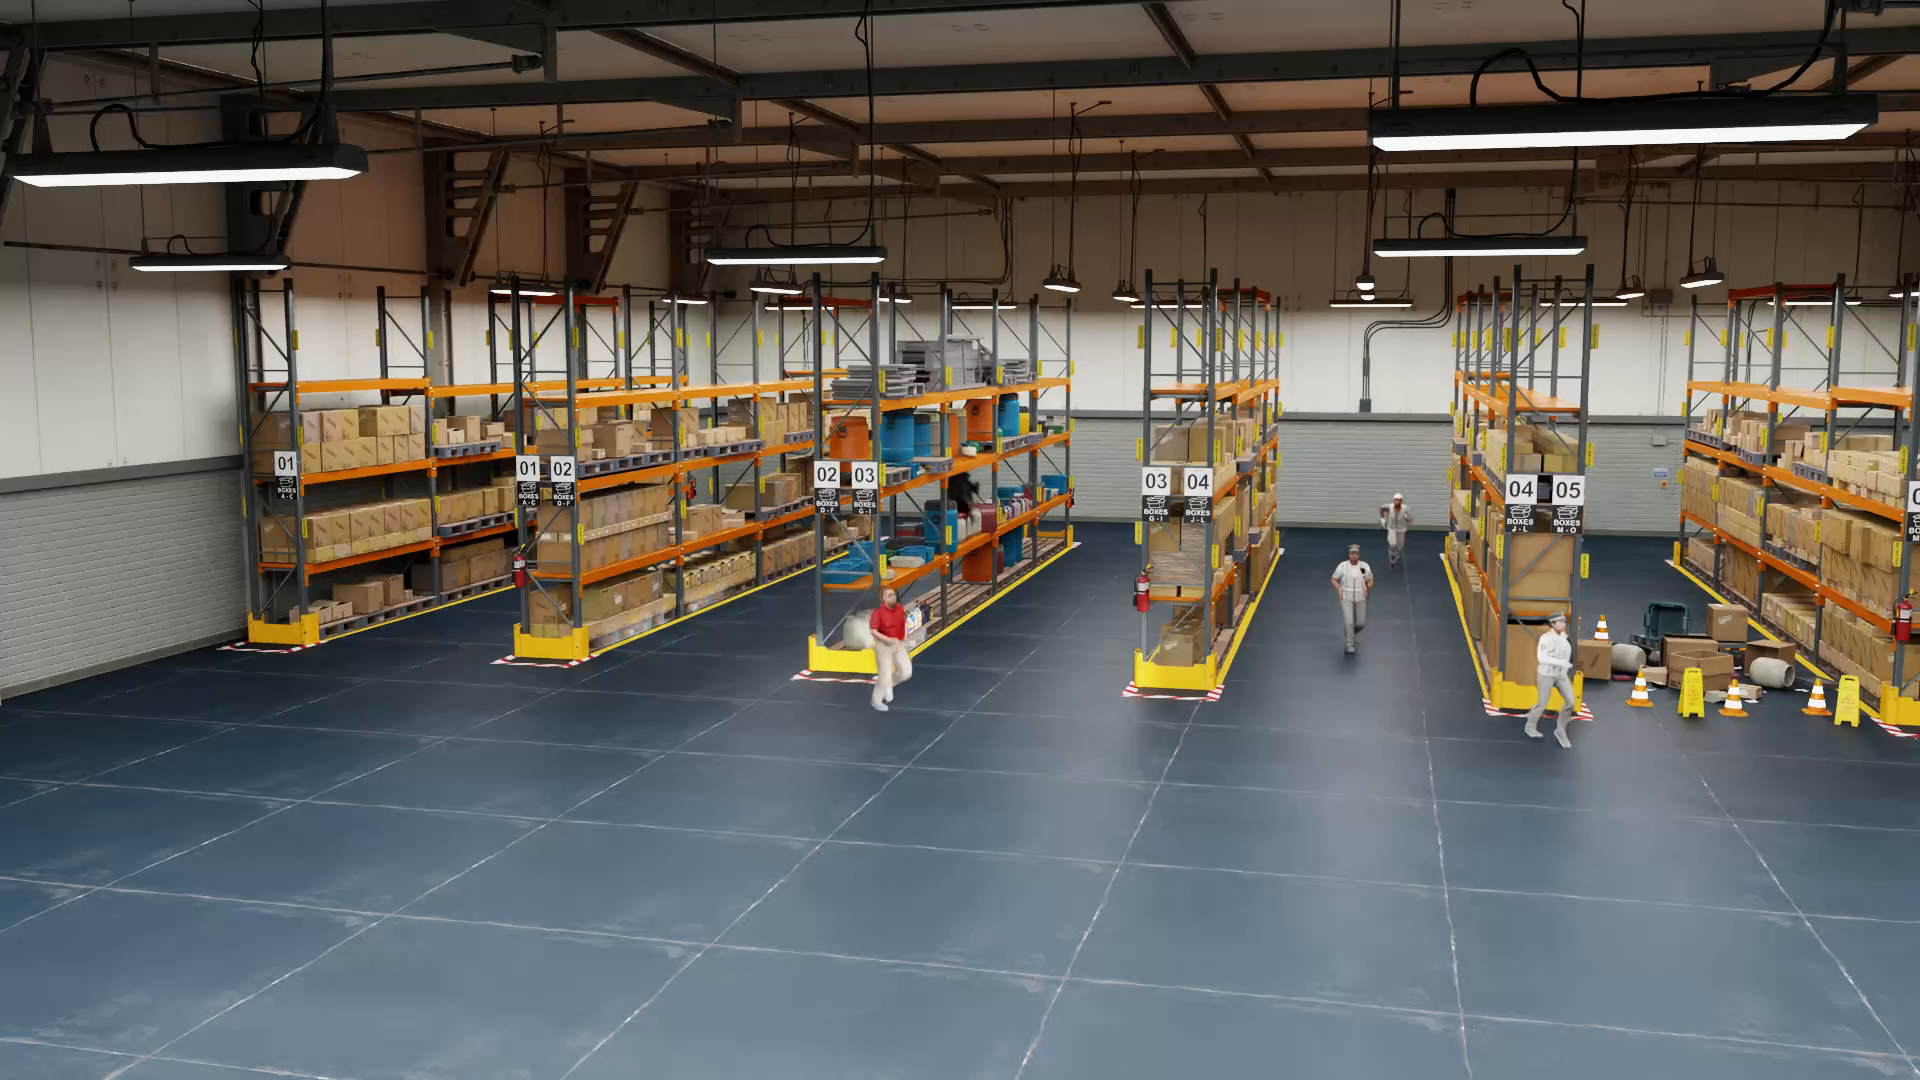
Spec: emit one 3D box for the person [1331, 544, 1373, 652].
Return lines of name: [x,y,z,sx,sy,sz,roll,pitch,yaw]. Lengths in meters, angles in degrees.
person: [6.338,0.924,26.863,0.664,1.733,0.632,1,7,6]

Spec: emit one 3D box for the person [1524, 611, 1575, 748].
person: [7.350,1.710,20.614,0.561,1.727,0.771,-3,7,-21]

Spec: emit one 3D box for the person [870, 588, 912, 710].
person: [-0.912,1.479,22.512,0.689,1.683,0.710,-5,9,-38]

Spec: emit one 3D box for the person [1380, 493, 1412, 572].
person: [9.393,-0.167,35.831,0.643,1.710,0.914,1,7,6]
